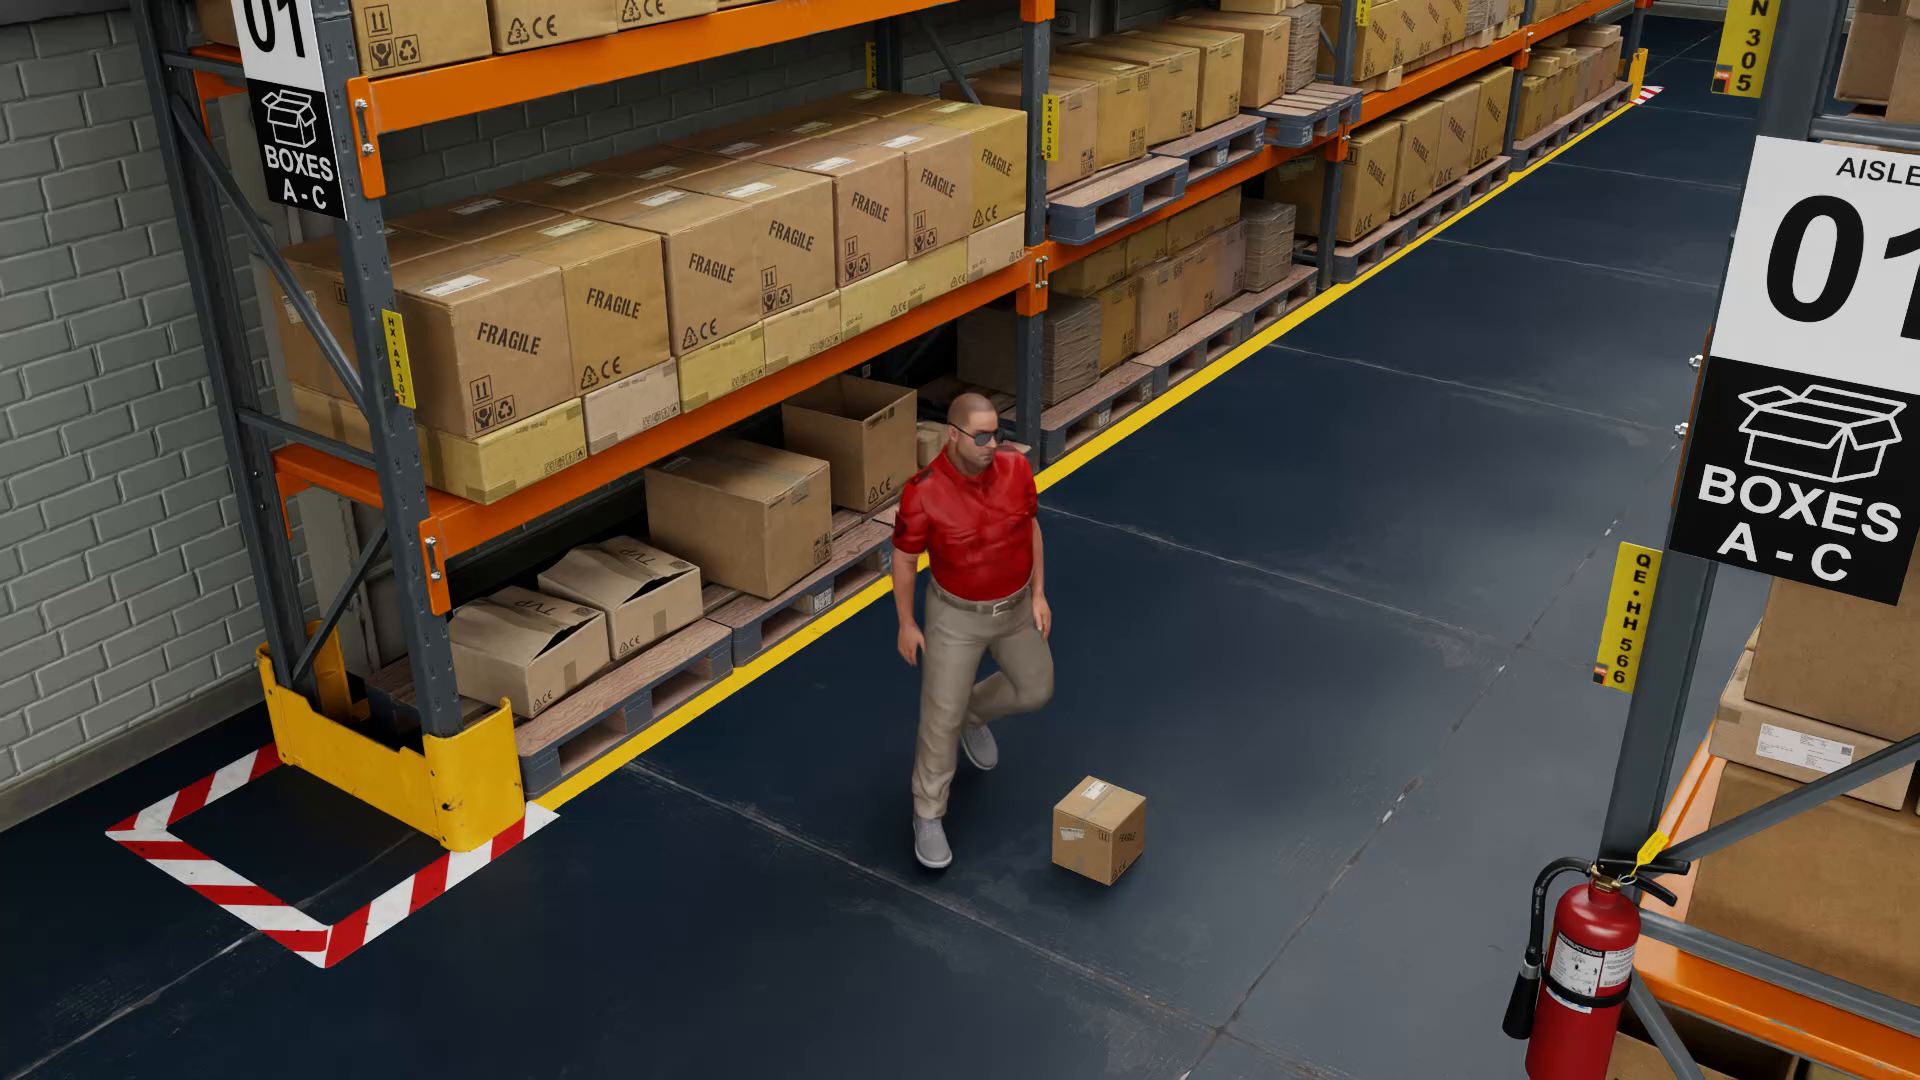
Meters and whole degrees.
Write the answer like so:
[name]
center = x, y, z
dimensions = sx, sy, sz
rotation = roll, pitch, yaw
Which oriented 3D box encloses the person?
[person]
center = 0.005, 0.260, 6.086
dimensions = 0.653, 1.721, 0.634
rotation = -16, 31, -28
